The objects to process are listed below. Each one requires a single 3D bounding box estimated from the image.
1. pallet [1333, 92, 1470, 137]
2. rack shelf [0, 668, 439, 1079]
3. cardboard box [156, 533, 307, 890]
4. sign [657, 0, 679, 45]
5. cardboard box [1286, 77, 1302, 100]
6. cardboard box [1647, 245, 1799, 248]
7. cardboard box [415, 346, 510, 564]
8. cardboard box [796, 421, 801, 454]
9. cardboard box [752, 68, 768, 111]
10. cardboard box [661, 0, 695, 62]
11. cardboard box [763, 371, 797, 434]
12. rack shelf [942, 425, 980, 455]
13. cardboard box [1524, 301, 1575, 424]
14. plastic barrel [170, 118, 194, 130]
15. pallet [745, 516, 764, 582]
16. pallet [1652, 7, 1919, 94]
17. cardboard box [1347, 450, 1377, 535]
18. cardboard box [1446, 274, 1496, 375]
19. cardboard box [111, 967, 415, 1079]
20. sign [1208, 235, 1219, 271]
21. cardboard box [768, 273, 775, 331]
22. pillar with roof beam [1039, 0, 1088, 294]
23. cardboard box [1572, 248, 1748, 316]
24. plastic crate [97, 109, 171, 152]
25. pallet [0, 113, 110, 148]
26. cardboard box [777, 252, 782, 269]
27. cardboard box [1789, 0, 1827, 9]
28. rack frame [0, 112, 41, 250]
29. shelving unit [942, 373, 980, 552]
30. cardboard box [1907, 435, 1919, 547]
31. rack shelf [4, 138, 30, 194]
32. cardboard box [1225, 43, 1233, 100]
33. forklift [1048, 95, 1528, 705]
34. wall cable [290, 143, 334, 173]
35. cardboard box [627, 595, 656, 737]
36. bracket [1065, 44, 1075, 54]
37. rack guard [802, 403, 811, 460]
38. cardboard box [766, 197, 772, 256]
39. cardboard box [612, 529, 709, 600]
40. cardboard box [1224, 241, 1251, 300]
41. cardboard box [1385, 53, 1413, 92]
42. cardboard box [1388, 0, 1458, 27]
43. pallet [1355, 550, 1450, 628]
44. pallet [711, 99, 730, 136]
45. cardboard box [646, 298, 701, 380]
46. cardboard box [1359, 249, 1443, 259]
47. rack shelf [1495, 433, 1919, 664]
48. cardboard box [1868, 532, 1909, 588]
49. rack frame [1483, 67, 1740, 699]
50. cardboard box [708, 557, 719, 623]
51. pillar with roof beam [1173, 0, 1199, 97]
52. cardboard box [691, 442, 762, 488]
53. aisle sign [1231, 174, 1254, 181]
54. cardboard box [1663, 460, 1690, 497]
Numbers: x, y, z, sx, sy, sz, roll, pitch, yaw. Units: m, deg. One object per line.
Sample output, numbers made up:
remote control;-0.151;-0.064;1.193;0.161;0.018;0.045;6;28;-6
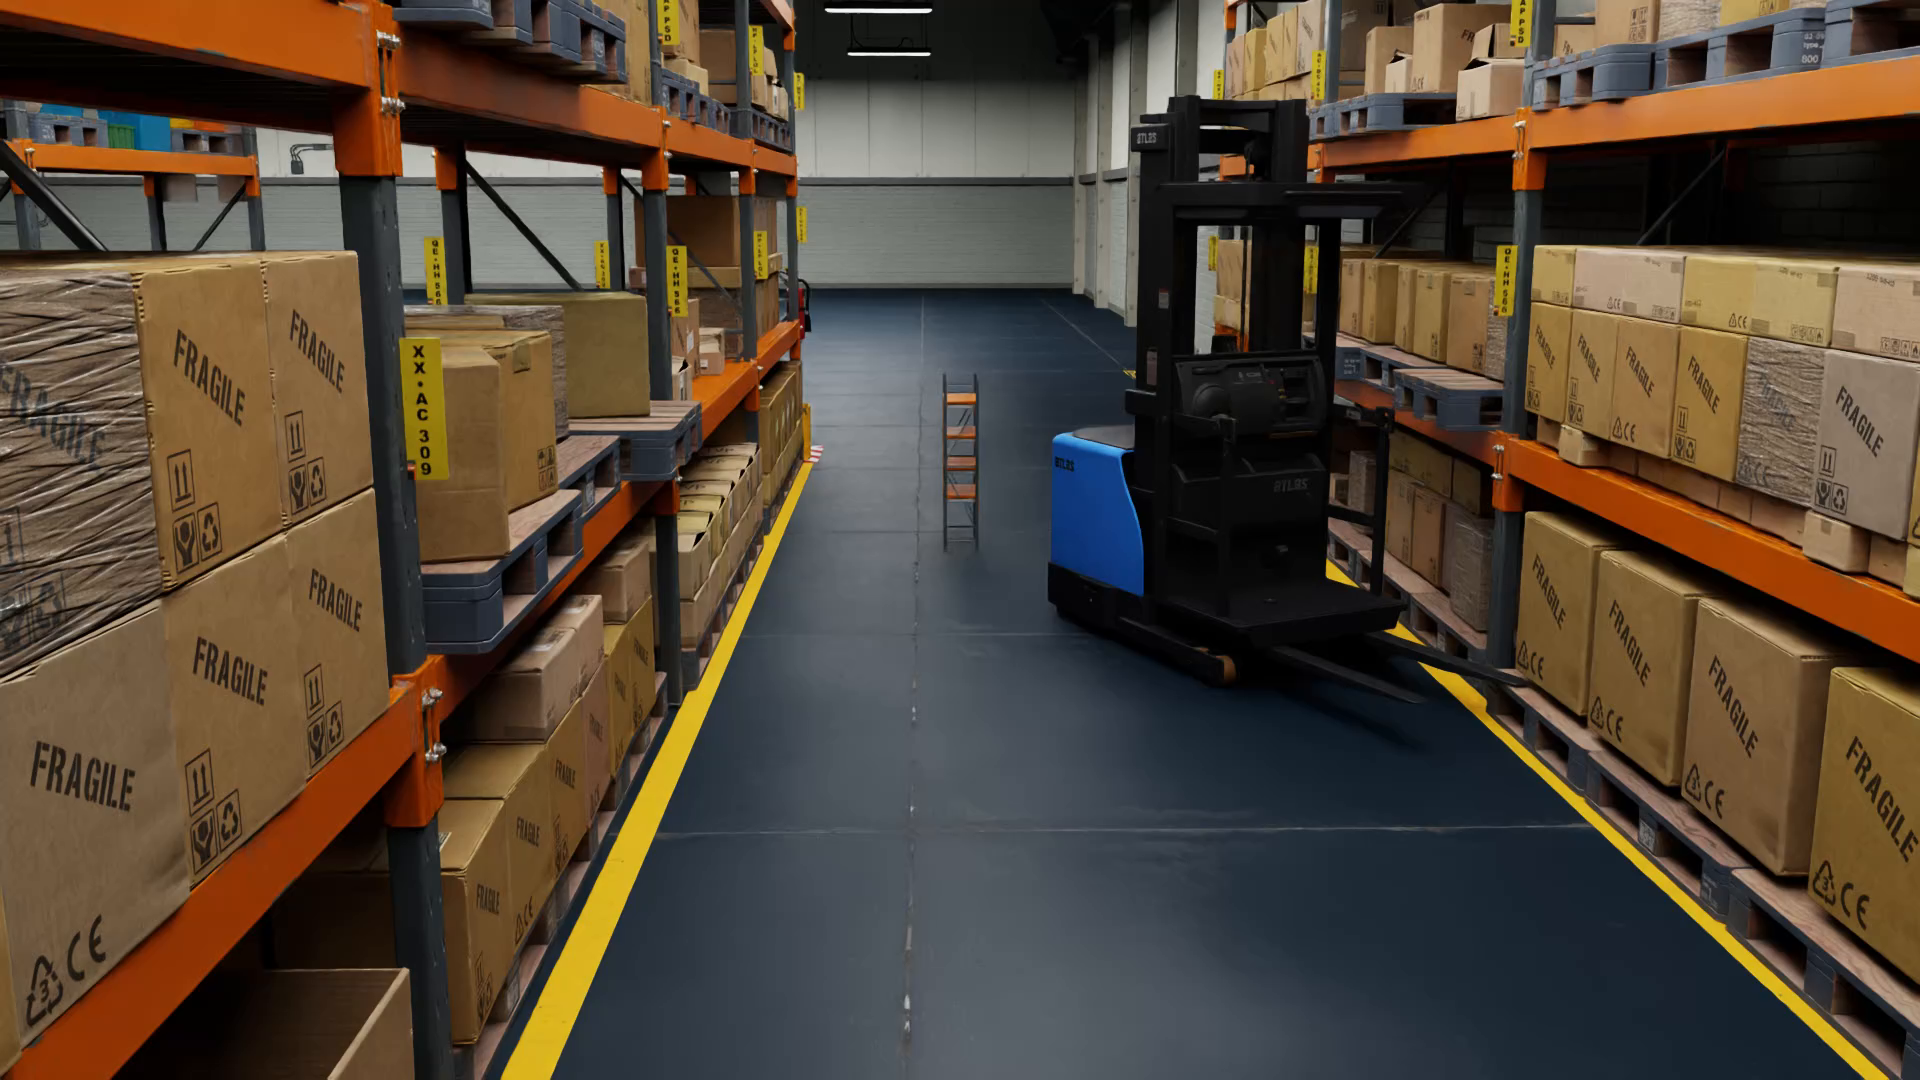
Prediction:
pallet;2.944;-2.531;9.919;1.213;0.211;1.003;0;11;-1
rack shelf;-1.733;0.879;1.991;1.077;0.370;4.000;0;11;-1
cardboard box;-1.495;0.281;2.880;0.500;0.500;0.500;0;11;0
sign;-1.314;-2.391;7.458;0.100;0.325;0.005;0;11;-1
cardboard box;2.758;-3.211;12.497;0.500;0.500;0.500;-1;12;-6
cardboard box;3.364;-1.170;7.347;0.500;0.250;0.500;0;11;0
cardboard box;-1.560;-0.221;4.296;0.700;0.500;0.500;-4;12;-20
cardboard box;-1.693;-0.910;14.860;0.500;0.250;0.500;0;11;-1
cardboard box;-1.697;-3.371;12.401;0.500;0.311;0.500;-1;12;-4
cardboard box;-1.931;-3.195;10.156;0.500;0.500;0.500;1;12;4
cardboard box;-1.678;-1.178;14.295;0.500;0.500;0.500;0;11;-1
rack shelf;0.003;-0.708;11.747;0.258;0.148;0.480;0;11;-1
cardboard box;2.850;-0.794;7.380;0.500;0.500;0.500;0;11;1
plastic barrel;-6.824;-3.779;14.067;0.600;0.588;0.600;0;11;0
pallet;-1.885;0.052;11.274;1.003;0.211;1.213;0;11;-1
pallet;3.188;-1.715;5.898;1.003;0.211;1.213;0;11;1
cardboard box;3.045;-0.327;11.306;0.700;0.500;0.500;0;11;1
cardboard box;3.037;-1.156;8.856;0.700;0.500;0.500;-1;12;-7
cardboard box;-1.479;1.250;3.532;0.500;0.500;0.500;0;11;-1
sign;2.388;-2.700;15.644;0.100;0.325;0.005;0;11;-1
cardboard box;-2.010;-2.108;14.655;0.700;0.500;0.500;0;11;0
pillar with roof beam;-1.114;-11.028;43.784;9.100;9.000;0.548;0;11;-1
cardboard box;2.859;-1.061;6.810;0.500;0.250;0.500;0;11;-2
plastic crate;-6.634;-3.321;13.382;0.392;0.384;0.575;0;11;-1
pallet;-7.004;-2.962;12.047;1.213;0.211;1.003;0;11;-1
cardboard box;-1.824;-2.548;15.192;0.380;0.149;0.250;0;11;-2
cardboard box;3.248;-2.012;5.532;0.700;0.500;0.500;0;11;-1
rack frame;-6.892;-1.442;11.621;1.000;3.000;0.127;0;11;-1
shelving unit;0.003;-0.555;11.778;0.258;1.200;0.503;0;11;-1
cardboard box;2.917;-0.187;4.389;0.500;0.500;0.500;0;11;-2
rack shelf;-6.851;-2.162;9.435;1.077;0.370;4.000;0;11;-1
cardboard box;2.696;-4.219;14.949;0.500;0.500;0.500;-1;12;-5
forklift;1.639;-0.792;8.593;1.130;2.935;3.031;-6;13;-26
wall cable;-17.551;-13.210;45.985;2.305;6.003;0.169;0;11;-1
cardboard box;-1.603;0.528;7.092;0.500;0.500;0.500;0;11;1
bracket;2.843;-12.726;43.099;0.235;0.232;0.430;0;11;-1
rack guard;-2.023;-1.036;15.909;1.175;0.500;0.348;0;11;-1
cardboard box;-2.008;-2.733;14.474;0.700;0.500;0.500;-1;11;-3
cardboard box;-1.574;0.095;8.494;0.500;0.311;0.500;0;11;1
cardboard box;2.640;-2.387;14.721;0.500;0.500;0.500;0;11;-1
cardboard box;2.957;-2.883;10.350;0.500;0.311;0.500;0;11;1
cardboard box;3.289;-3.600;11.898;0.500;0.500;0.500;0;11;0
pallet;3.059;0.282;10.138;1.003;0.211;1.213;0;11;-1
pallet;-1.908;-2.662;10.575;0.805;0.209;1.217;-1;11;-3
cardboard box;-1.929;-1.253;10.439;0.500;0.500;0.500;1;11;3
cardboard box;3.212;-1.881;12.225;0.500;0.500;0.500;-1;11;-2
rack shelf;3.137;0.063;6.014;1.077;0.370;4.000;0;11;-1
cardboard box;2.899;0.053;4.833;0.380;0.149;0.250;0;11;1
rack frame;3.096;-0.687;7.903;1.000;3.000;0.127;0;11;-1
cardboard box;-1.585;0.270;9.042;0.500;0.250;0.500;-1;11;-3
pillar with roof beam;-0.742;-7.450;26.147;9.100;9.000;0.400;0;11;-1
cardboard box;-1.644;-0.515;11.503;0.500;0.311;0.500;0;11;-1
aisle sign;2.629;-3.565;15.547;0.394;0.787;0.004;0;11;-1
cardboard box;2.925;-0.252;6.338;0.380;0.149;0.250;0;11;0
